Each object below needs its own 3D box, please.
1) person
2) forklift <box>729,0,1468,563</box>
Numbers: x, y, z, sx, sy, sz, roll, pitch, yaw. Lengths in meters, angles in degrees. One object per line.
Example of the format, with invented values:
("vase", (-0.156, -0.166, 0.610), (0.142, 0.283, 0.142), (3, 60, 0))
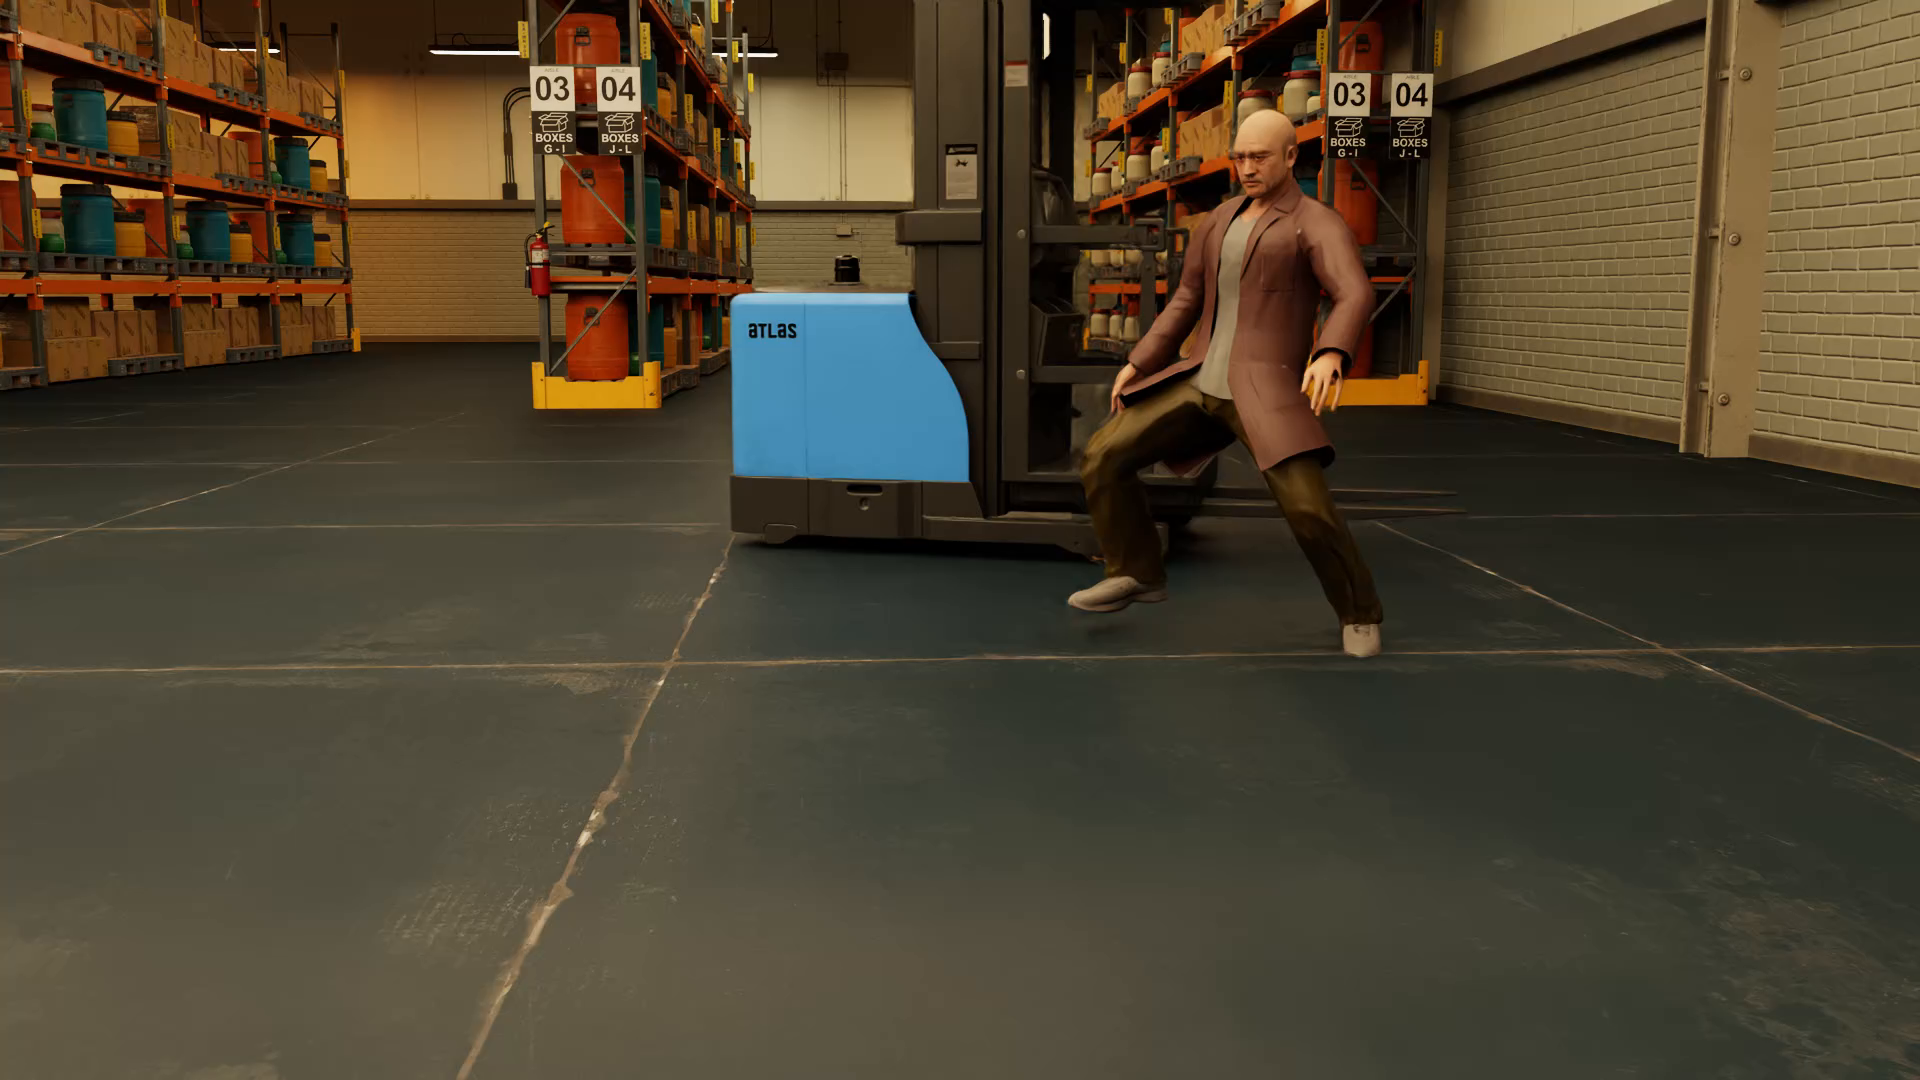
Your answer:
("person", (0.903, -0.453, 5.097), (0.751, 1.611, 1.003), (-7, 11, -38))
("forklift", (0.591, -1.436, 7.002), (3.031, 2.935, 1.130), (2, 9, 13))
